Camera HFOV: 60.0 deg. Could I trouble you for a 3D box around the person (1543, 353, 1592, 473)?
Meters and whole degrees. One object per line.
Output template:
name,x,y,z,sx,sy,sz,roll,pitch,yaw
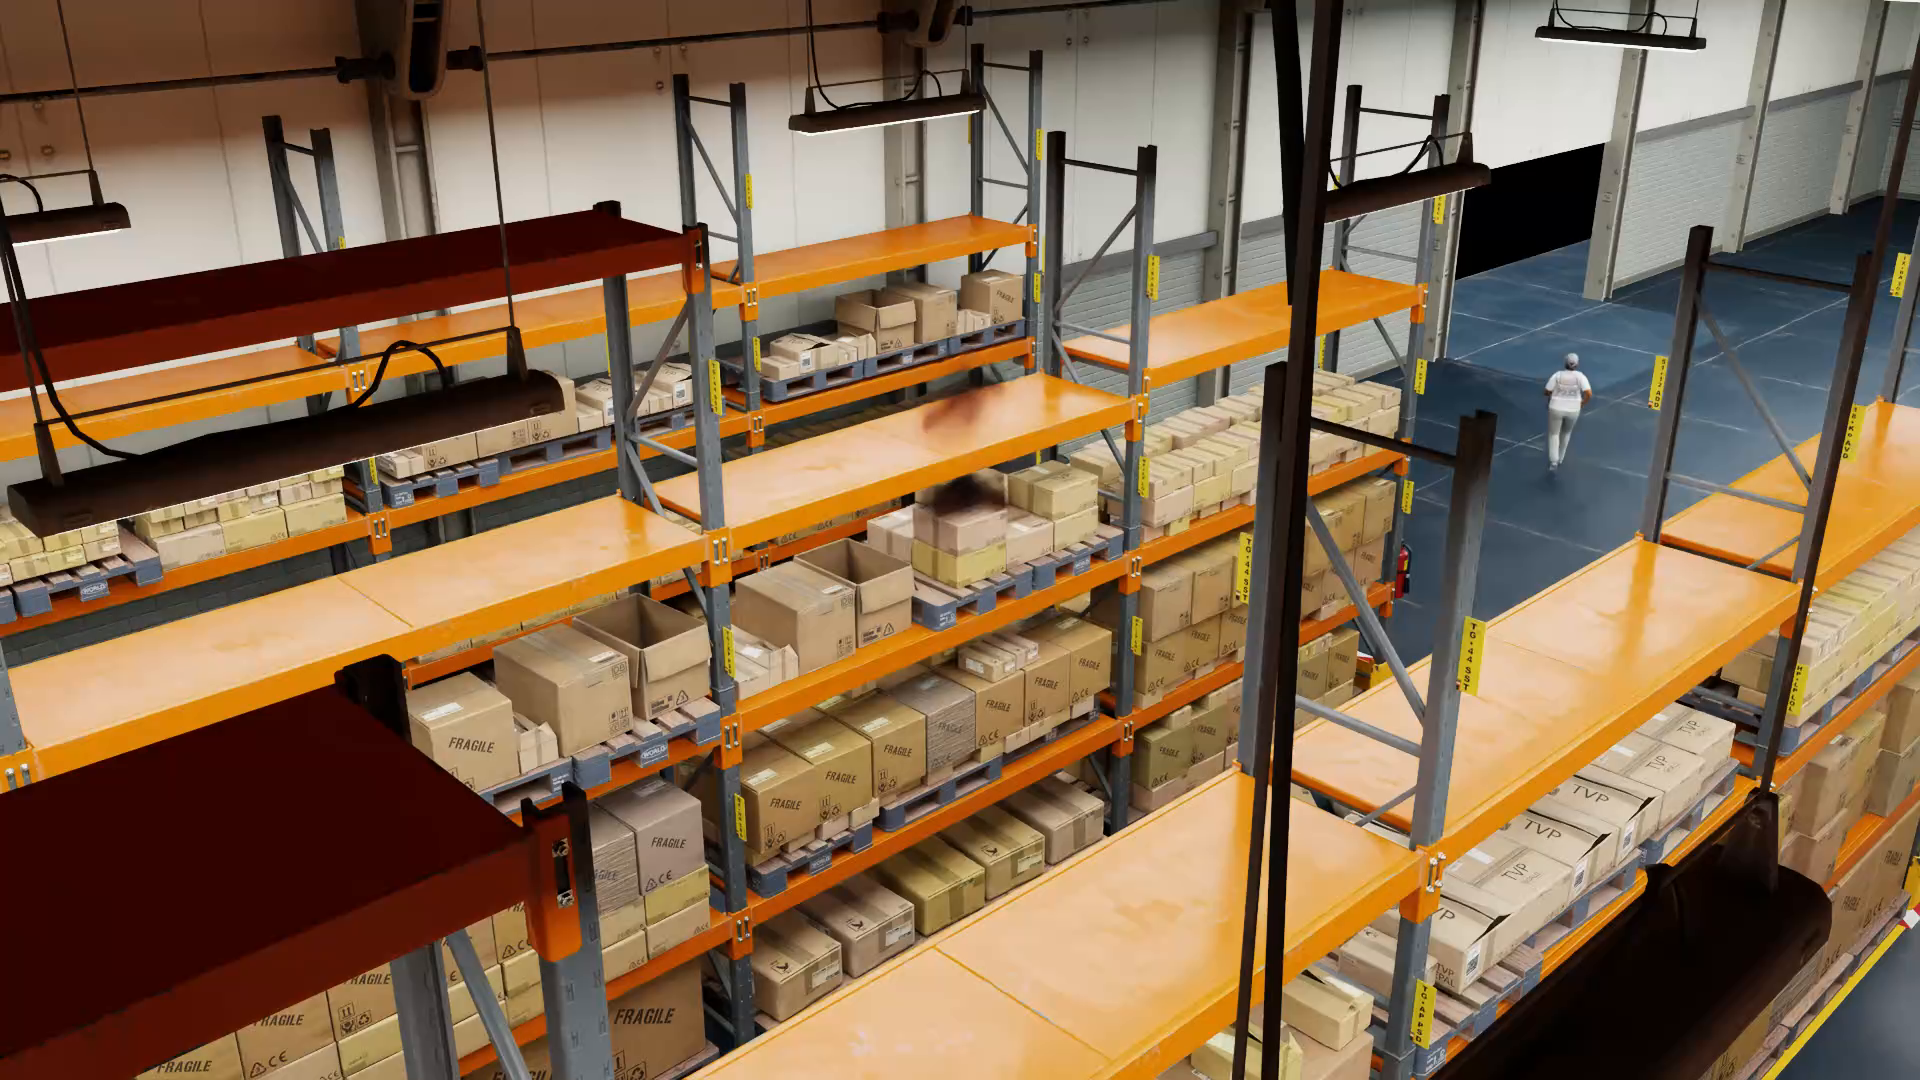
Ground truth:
person,8.305,-1.757,22.891,0.601,1.676,0.817,4,23,10
